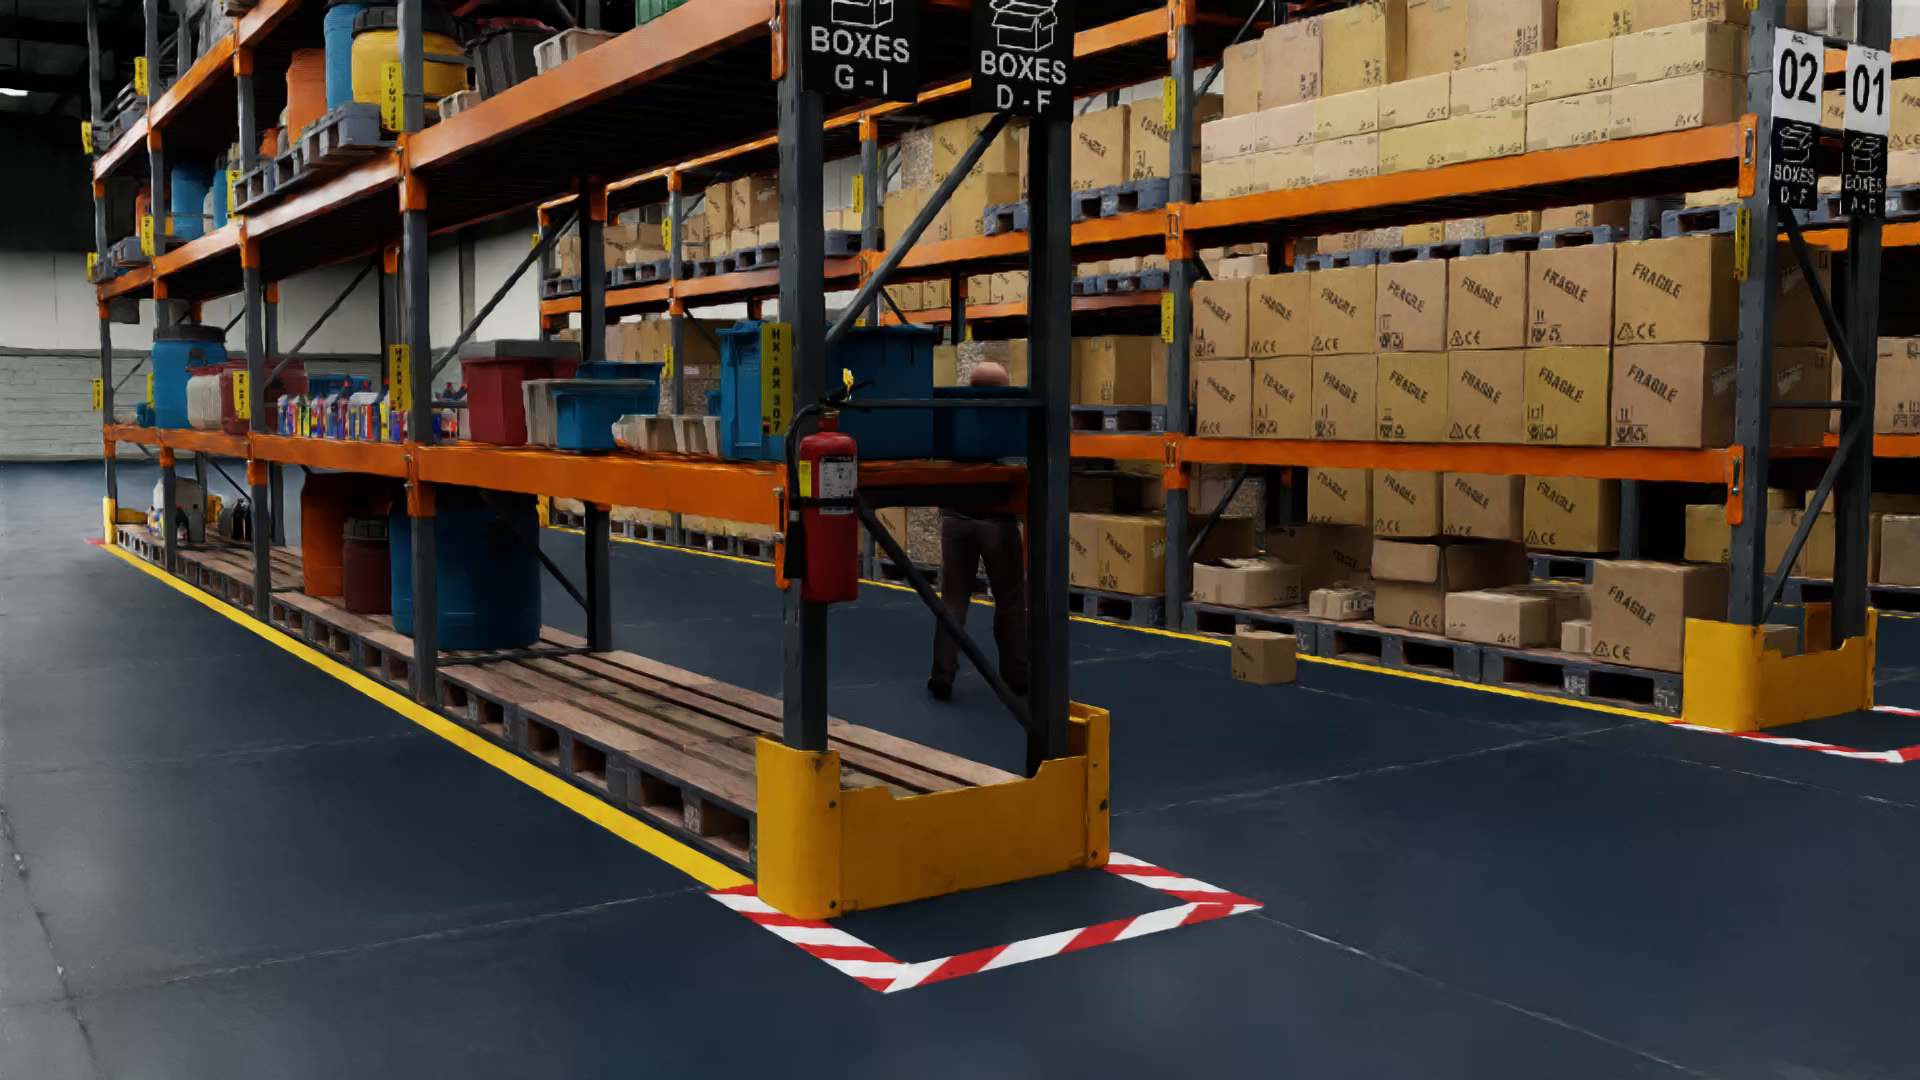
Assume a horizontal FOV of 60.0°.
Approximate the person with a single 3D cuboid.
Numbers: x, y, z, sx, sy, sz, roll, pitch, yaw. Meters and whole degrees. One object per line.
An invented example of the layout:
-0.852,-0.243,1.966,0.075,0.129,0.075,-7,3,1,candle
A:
0.170,-0.057,8.586,0.655,1.722,0.630,4,6,38,person
